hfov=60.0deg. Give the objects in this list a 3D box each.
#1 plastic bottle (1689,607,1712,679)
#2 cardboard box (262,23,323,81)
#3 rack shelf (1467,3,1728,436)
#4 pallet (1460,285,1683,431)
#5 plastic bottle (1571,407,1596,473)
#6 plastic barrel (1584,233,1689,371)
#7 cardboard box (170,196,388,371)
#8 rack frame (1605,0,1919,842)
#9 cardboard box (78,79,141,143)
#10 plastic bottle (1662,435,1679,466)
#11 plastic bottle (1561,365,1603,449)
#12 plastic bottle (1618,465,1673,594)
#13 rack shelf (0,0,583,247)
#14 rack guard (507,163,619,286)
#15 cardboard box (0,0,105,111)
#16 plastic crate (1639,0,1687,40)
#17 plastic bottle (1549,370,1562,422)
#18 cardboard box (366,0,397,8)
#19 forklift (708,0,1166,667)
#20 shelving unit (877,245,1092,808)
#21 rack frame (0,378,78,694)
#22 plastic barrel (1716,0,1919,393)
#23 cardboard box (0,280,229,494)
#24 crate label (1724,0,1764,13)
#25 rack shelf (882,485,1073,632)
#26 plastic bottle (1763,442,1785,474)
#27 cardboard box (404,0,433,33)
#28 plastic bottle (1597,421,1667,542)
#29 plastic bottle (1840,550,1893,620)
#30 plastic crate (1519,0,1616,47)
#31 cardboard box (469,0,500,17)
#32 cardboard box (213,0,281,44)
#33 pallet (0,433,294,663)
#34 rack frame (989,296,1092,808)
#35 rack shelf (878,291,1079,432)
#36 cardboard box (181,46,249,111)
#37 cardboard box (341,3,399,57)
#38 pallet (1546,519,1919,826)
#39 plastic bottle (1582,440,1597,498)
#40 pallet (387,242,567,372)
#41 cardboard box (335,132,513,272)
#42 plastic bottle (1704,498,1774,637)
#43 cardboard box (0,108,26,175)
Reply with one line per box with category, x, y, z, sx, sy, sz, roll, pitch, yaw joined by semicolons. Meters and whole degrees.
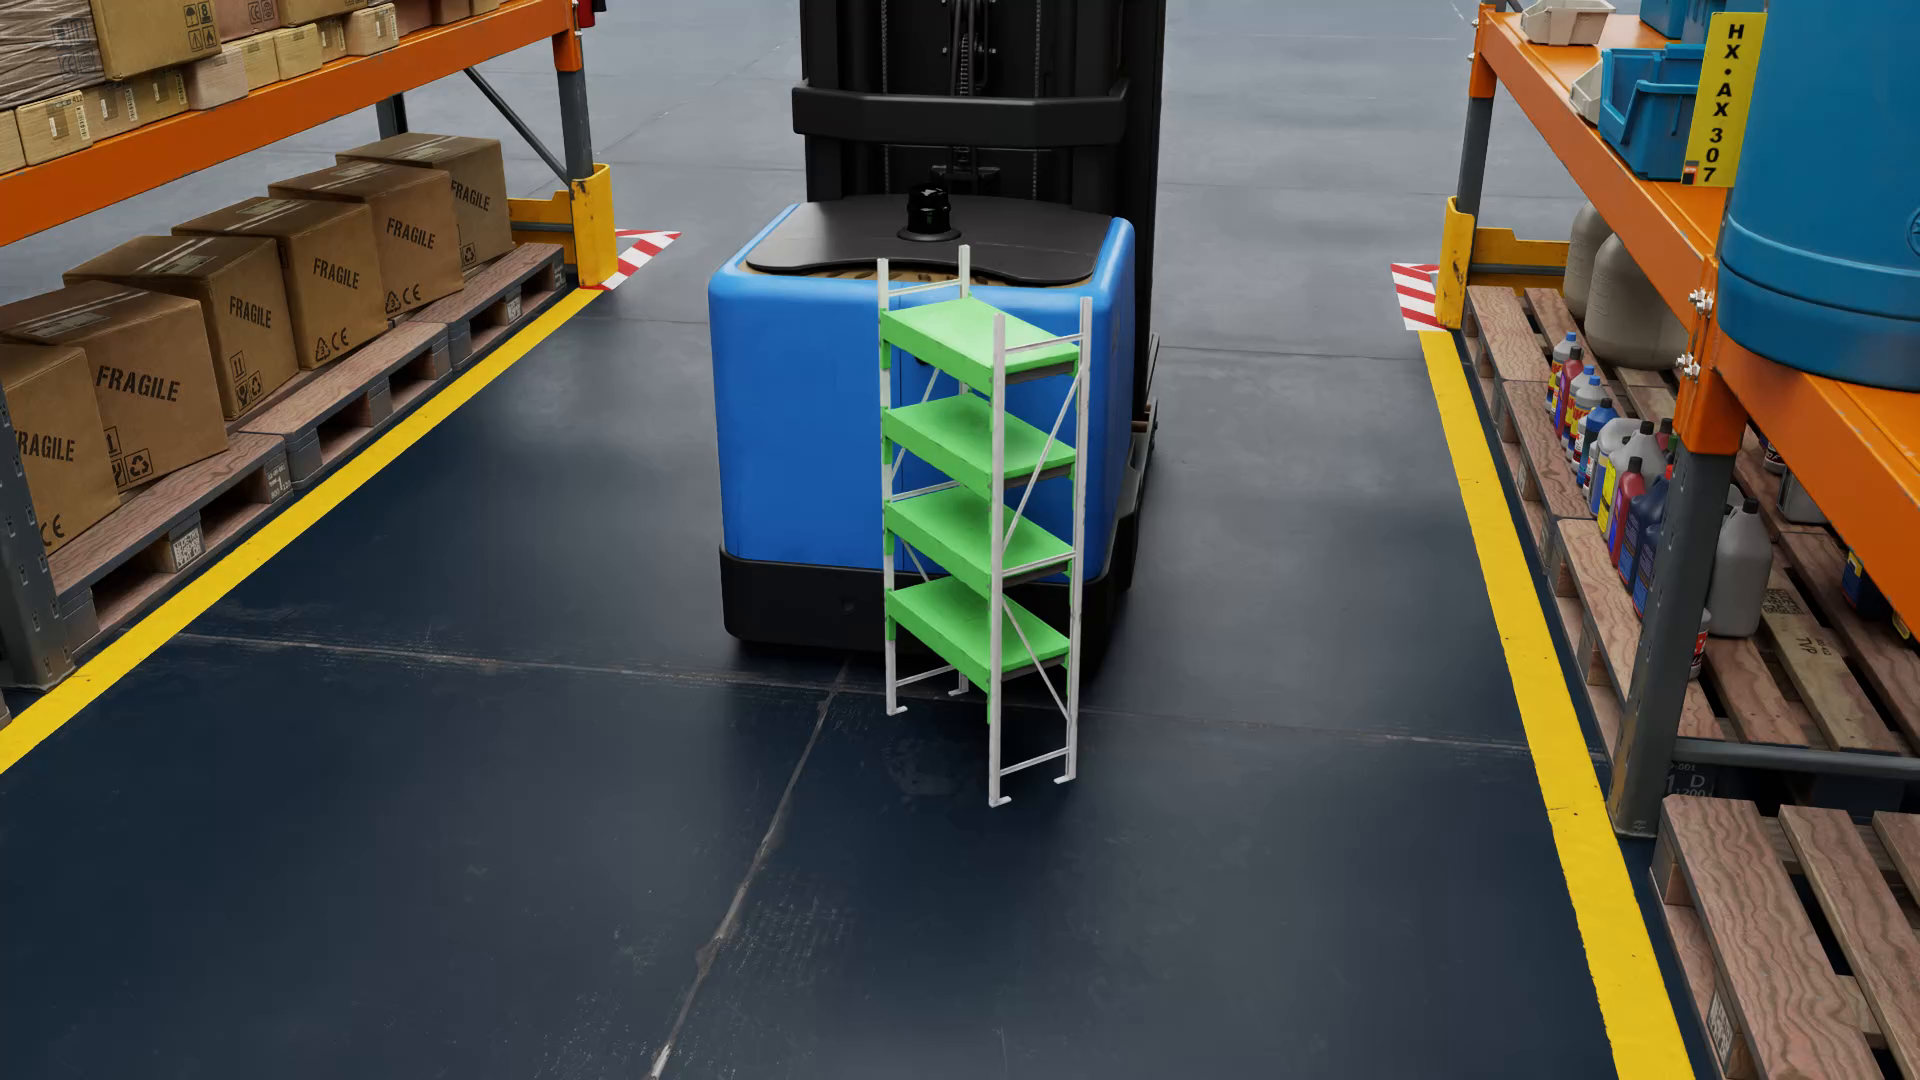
plastic bottle;1.751;0.225;4.012;0.097;0.201;0.097;0;25;0
cardboard box;-2.323;-1.596;5.418;0.380;0.149;0.250;4;25;9
rack shelf;2.326;-1.180;5.082;1.077;0.370;4.000;4;25;9
pallet;2.549;-0.705;6.507;1.003;0.211;1.213;4;25;9
plastic bottle;1.961;-0.311;5.158;0.097;0.201;0.097;0;25;0
plastic barrel;2.539;-0.916;6.107;0.421;0.512;0.421;0;25;0
cardboard box;-2.537;-0.971;6.239;0.500;0.500;0.500;6;26;13
rack frame;1.999;-0.670;3.142;1.000;3.000;0.127;4;25;9
cardboard box;-2.488;-1.178;4.525;0.380;0.149;0.250;4;25;9
plastic bottle;2.009;-0.147;4.711;0.061;0.283;0.133;4;25;9
plastic bottle;1.993;-0.426;5.321;0.097;0.271;0.097;0;25;0
plastic bottle;1.851;-0.039;4.400;0.144;0.351;0.185;3;25;6
rack shelf;-2.560;-1.523;5.815;1.077;0.370;4.000;4;25;9
rack guard;-2.246;-1.522;7.911;1.175;0.500;0.348;4;25;9
cardboard box;-2.753;-1.377;4.184;0.875;0.500;0.500;4;25;9
plastic crate;2.866;-2.045;6.256;0.499;0.251;0.616;4;25;9
plastic bottle;2.032;-0.494;5.550;0.097;0.201;0.097;0;25;0
cardboard box;-2.438;-2.214;5.973;0.875;0.500;0.500;4;25;9
forklift;0.106;-1.591;5.191;1.130;2.935;3.031;4;25;9
shelving unit;0.046;-0.032;3.902;0.258;1.200;0.503;-15;29;-29
rack frame;-2.887;-1.013;3.875;1.000;3.000;0.127;4;25;9
plastic barrel;1.637;-0.756;2.736;0.600;0.901;0.708;4;25;9
cardboard box;-2.696;-0.475;5.181;0.500;0.500;0.500;13;28;25
crate label;2.619;-1.570;5.024;0.502;0.435;0.616;4;25;9
rack shelf;0.045;0.026;3.929;0.258;0.148;0.480;-15;29;-29
plastic bottle;2.568;-0.315;5.167;0.097;0.201;0.097;0;25;0
cardboard box;-2.246;-2.021;6.325;0.380;0.149;0.250;4;25;9
plastic bottle;1.904;-0.174;4.689;0.144;0.351;0.185;4;25;8
plastic bottle;2.398;0.012;4.292;0.144;0.351;0.185;4;25;9
plastic crate;2.189;-1.871;6.020;0.298;0.136;0.250;4;25;9
cardboard box;-2.108;-2.226;6.763;0.380;0.149;0.250;4;25;9
cardboard box;-2.654;-1.799;5.087;0.875;0.500;0.500;4;25;9
pallet;-2.812;-0.033;5.072;1.003;0.211;1.213;4;25;9
rack frame;0.174;0.056;3.714;0.240;1.200;0.015;-15;29;-29
rack shelf;0.046;-0.408;3.726;0.258;0.148;0.480;-15;29;-29
cardboard box;-2.375;-1.385;4.967;0.380;0.149;0.250;4;25;9
cardboard box;-2.218;-1.804;5.862;0.380;0.149;0.250;4;25;9
pallet;2.150;0.315;4.327;1.003;0.211;1.213;4;25;9
plastic bottle;1.927;-0.225;4.975;0.097;0.201;0.097;0;25;0
pallet;-2.414;-1.054;7.252;1.003;0.211;1.213;4;25;9
cardboard box;-2.352;-1.484;7.335;0.500;0.500;0.500;9;27;18
plastic bottle;1.962;0.052;4.207;0.144;0.351;0.185;4;25;9
cardboard box;-2.555;-0.968;4.076;0.380;0.149;0.250;4;25;9
